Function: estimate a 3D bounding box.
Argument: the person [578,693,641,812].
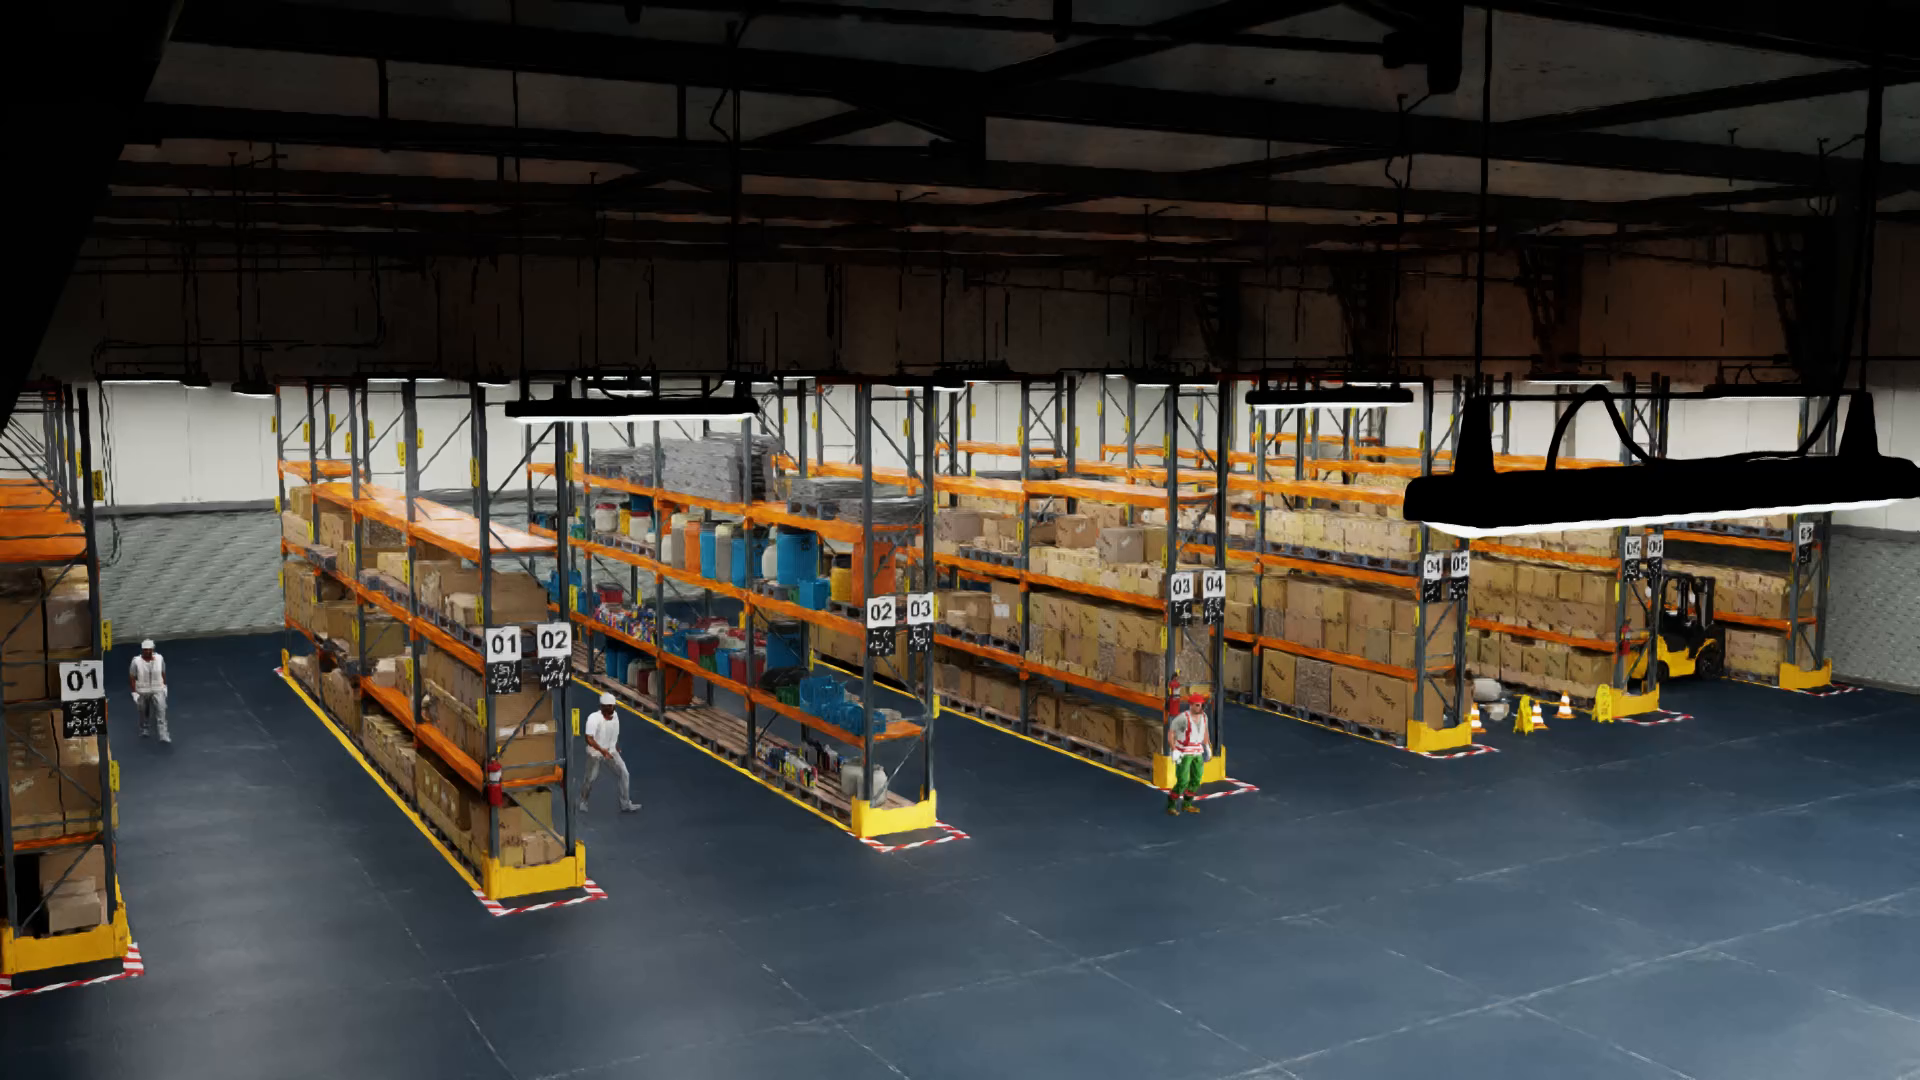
[{"bbox_3d":[-4.965,2.946,23.143,0.814,1.696,0.704,5,8,41],"label":"person"}]

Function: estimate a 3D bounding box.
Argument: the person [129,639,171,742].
[{"bbox_3d":[-13.362,2.467,27.419,0.571,1.702,1.114,-4,7,-32],"label":"person"}]

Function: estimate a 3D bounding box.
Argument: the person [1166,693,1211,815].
[{"bbox_3d":[3.182,2.958,23.037,0.677,1.741,0.551,-4,7,-30],"label":"person"}]
